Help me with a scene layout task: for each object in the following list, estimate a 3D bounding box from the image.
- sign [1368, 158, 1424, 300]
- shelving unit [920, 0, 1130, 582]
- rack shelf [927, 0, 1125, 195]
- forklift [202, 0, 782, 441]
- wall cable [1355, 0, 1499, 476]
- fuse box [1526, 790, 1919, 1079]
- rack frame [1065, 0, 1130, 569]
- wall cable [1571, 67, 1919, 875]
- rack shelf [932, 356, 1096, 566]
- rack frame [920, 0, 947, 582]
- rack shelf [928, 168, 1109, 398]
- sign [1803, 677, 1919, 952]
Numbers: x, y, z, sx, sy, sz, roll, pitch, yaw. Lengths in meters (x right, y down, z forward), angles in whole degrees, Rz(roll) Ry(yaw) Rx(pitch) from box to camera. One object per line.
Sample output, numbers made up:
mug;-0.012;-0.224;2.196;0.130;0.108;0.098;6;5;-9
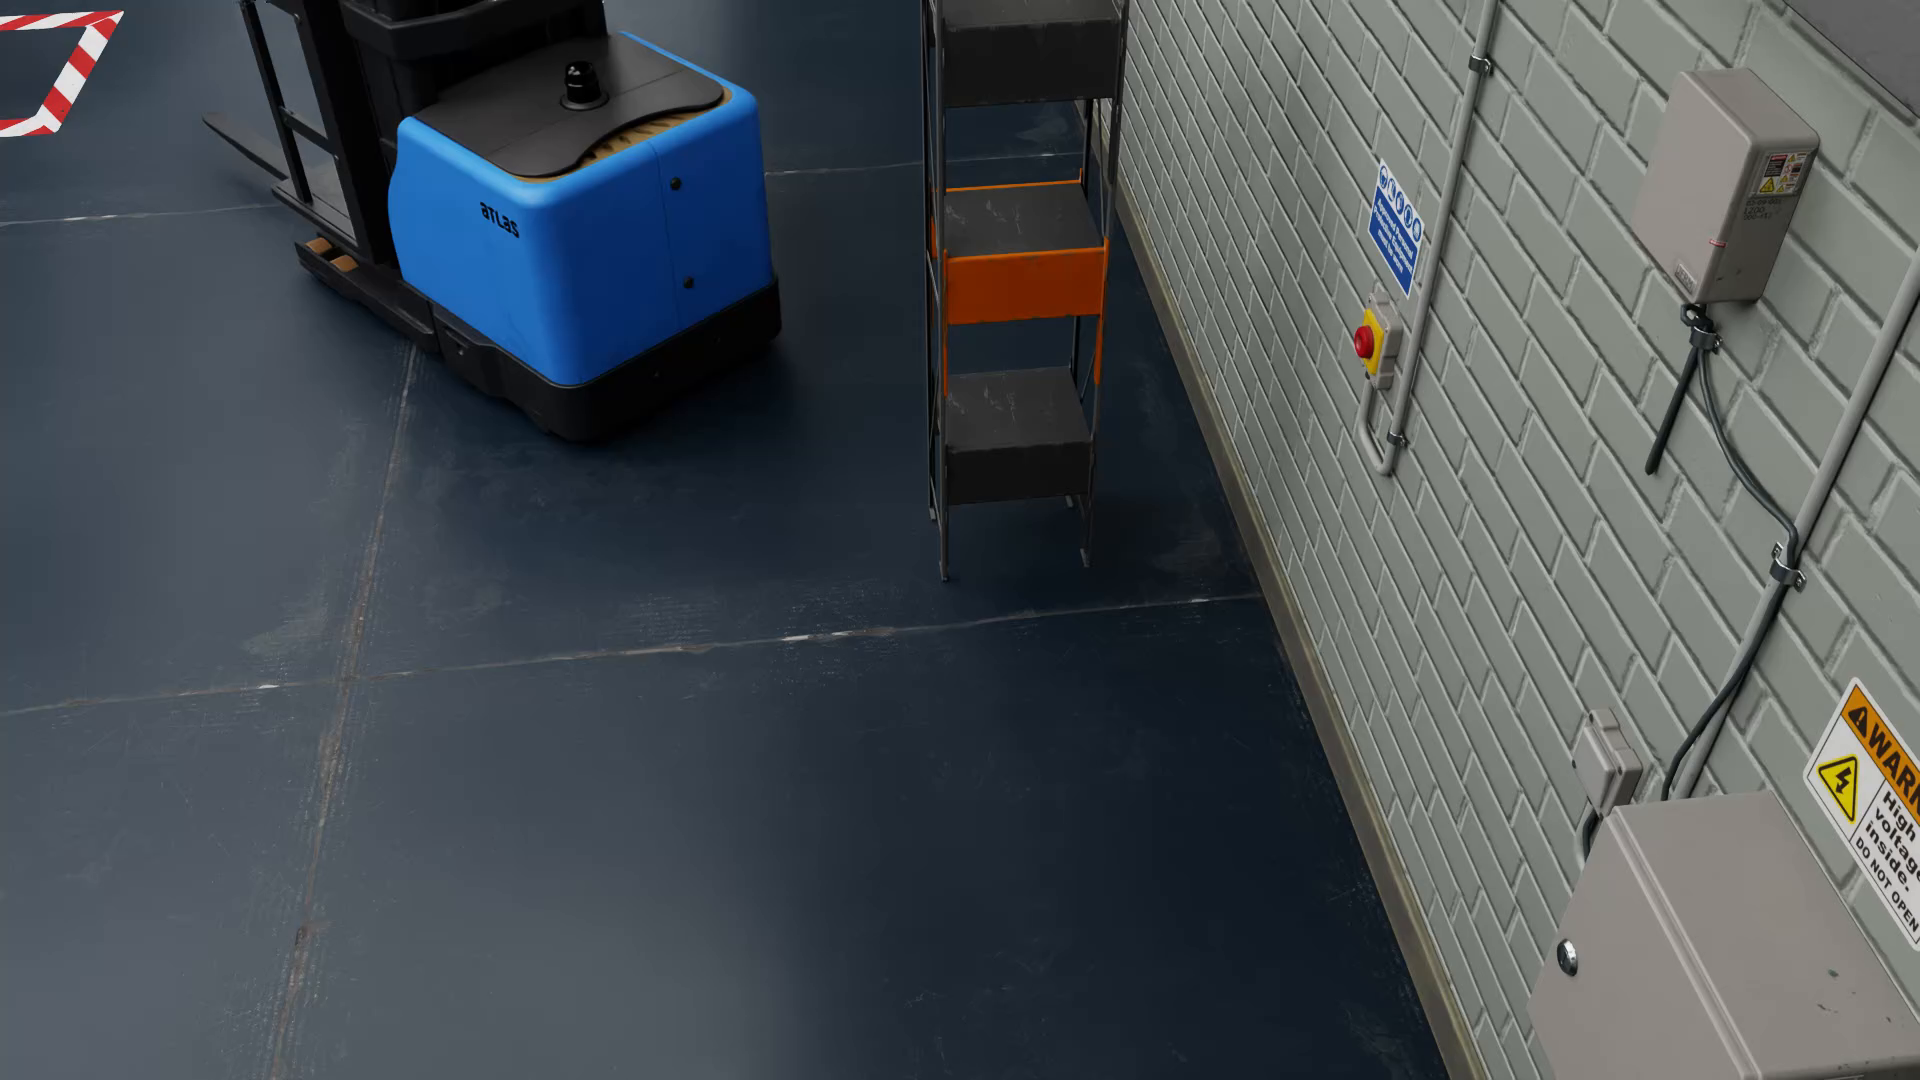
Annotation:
sign;1.092;-0.784;4.178;0.001;0.218;0.327;-5;42;-6
shelving unit;0.164;-0.794;5.063;0.503;2.100;0.431;-5;42;-6
rack shelf;0.164;-1.304;4.603;0.480;0.518;0.431;-5;42;-6
forklift;-2.119;-2.318;6.131;3.031;2.935;1.130;32;51;31
wall cable;1.038;-1.035;3.876;0.123;1.953;0.585;-5;42;-6
fuse box;1.166;1.240;3.098;0.414;1.711;0.539;-5;42;-6
rack frame;0.406;-0.815;5.086;0.015;2.100;0.400;-5;42;-6
wall cable;1.233;-0.083;2.844;0.122;1.984;0.588;-5;42;-6
rack shelf;0.164;-0.264;5.541;0.480;0.518;0.431;-5;42;-6
rack frame;-0.078;-0.773;5.039;0.015;2.100;0.400;-5;42;-6
rack shelf;0.164;-0.784;5.072;0.480;0.518;0.431;-5;42;-6
sign;1.364;0.400;2.450;0.001;0.242;0.339;-5;42;-6
